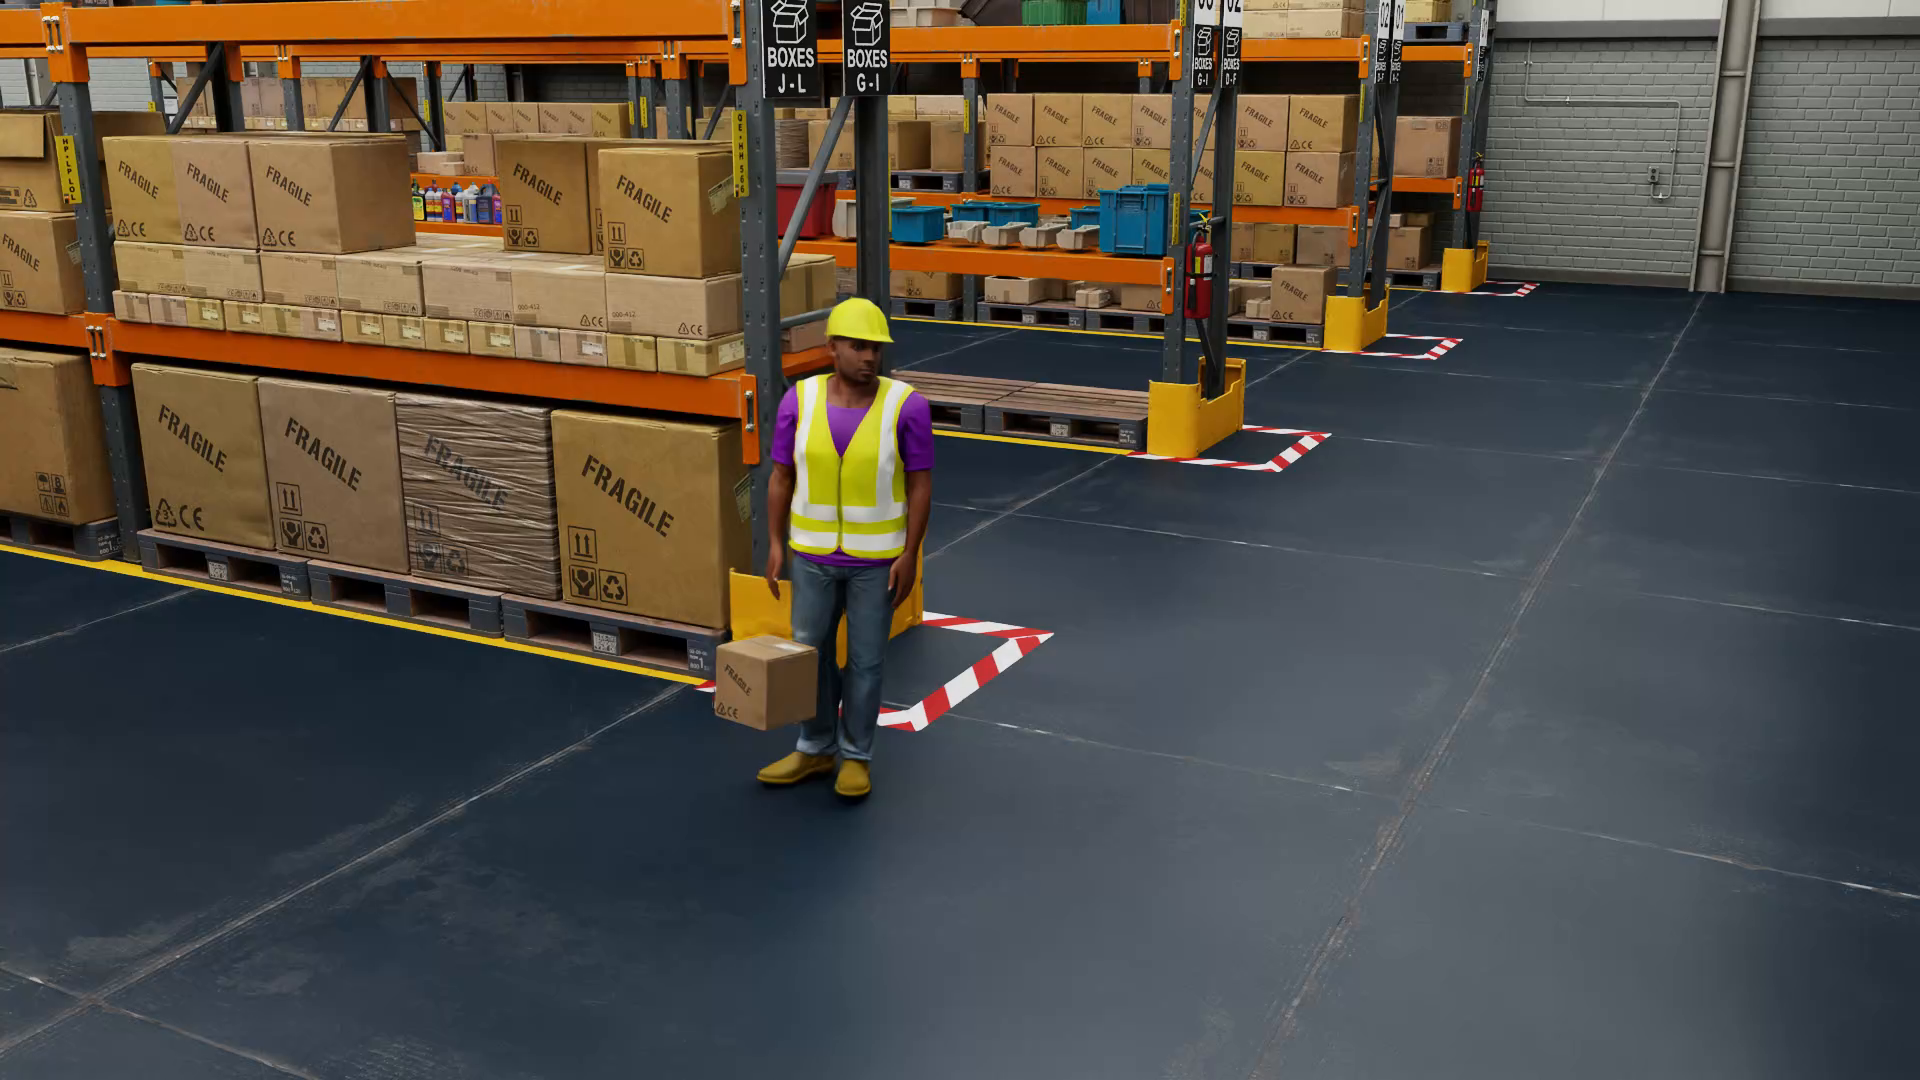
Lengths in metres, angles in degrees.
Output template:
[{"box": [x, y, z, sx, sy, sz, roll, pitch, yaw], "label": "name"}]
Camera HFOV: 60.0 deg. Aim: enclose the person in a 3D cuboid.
[{"box": [-0.414, 0.040, 5.800, 0.653, 1.767, 0.346, 3, 16, 9], "label": "person"}]
